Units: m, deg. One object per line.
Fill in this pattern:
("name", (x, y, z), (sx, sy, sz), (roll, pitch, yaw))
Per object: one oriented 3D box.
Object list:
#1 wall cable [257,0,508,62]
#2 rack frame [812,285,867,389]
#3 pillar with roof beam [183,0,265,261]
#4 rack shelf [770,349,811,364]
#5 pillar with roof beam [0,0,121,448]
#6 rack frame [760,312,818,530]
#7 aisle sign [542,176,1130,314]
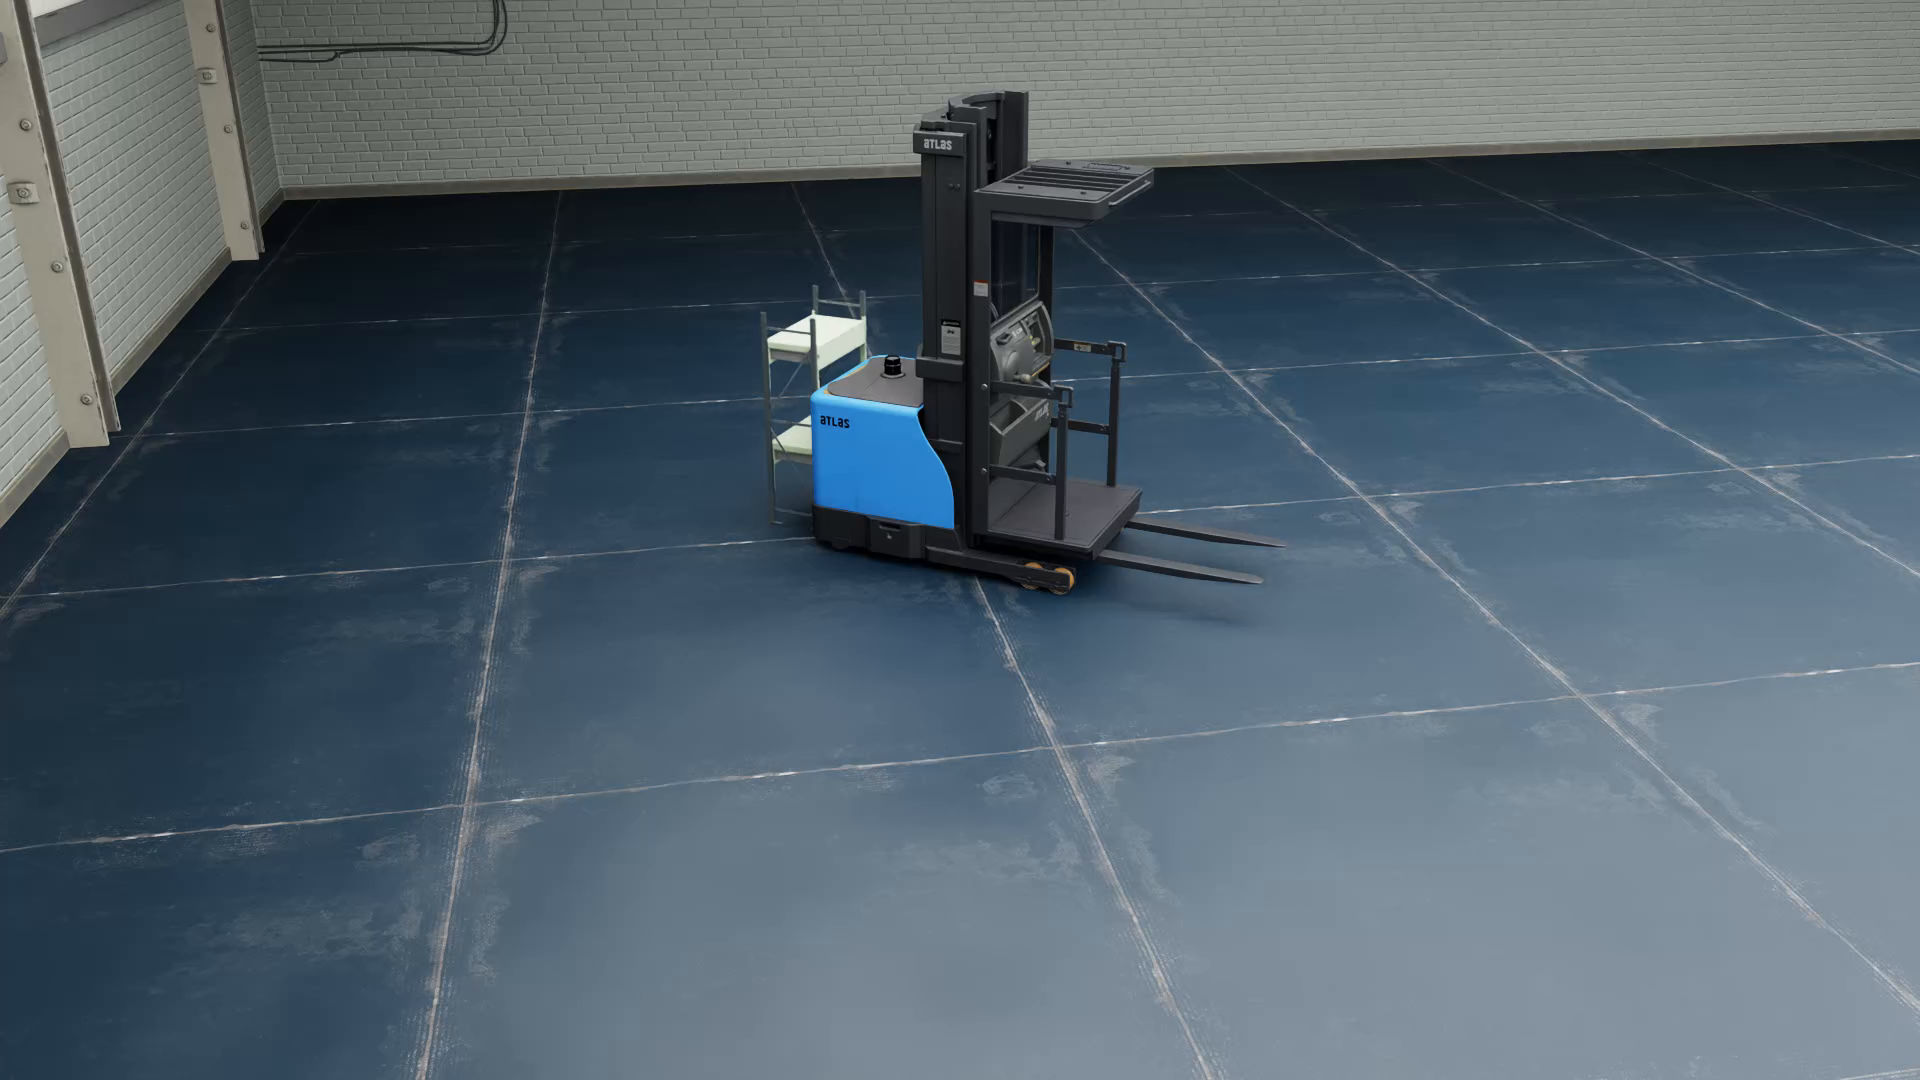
("wall cable", (-7.171, -7.118, 20.184), (3.097, 2.526, 0.112), (-4, 24, -10))
("rack frame", (-0.837, -1.048, 11.775), (0.400, 1.500, 0.023), (10, 25, 21))
("pillar with roof beam", (5.855, -2.236, 5.064), (22.890, 9.050, 30.400), (-4, 24, -10))
("rack shelf", (-0.981, -1.336, 11.282), (0.332, 0.071, 0.664), (10, 25, 21))
("pillar with roof beam", (-2.585, -5.243, 12.011), (9.100, 9.000, 0.400), (-4, 24, -10))
("rack frame", (-1.125, -0.778, 11.158), (0.400, 1.500, 0.023), (10, 25, 21))
("aisle sign", (-1.720, -3.628, 19.556), (6.000, 0.001, 6.000), (-4, 24, -10))
